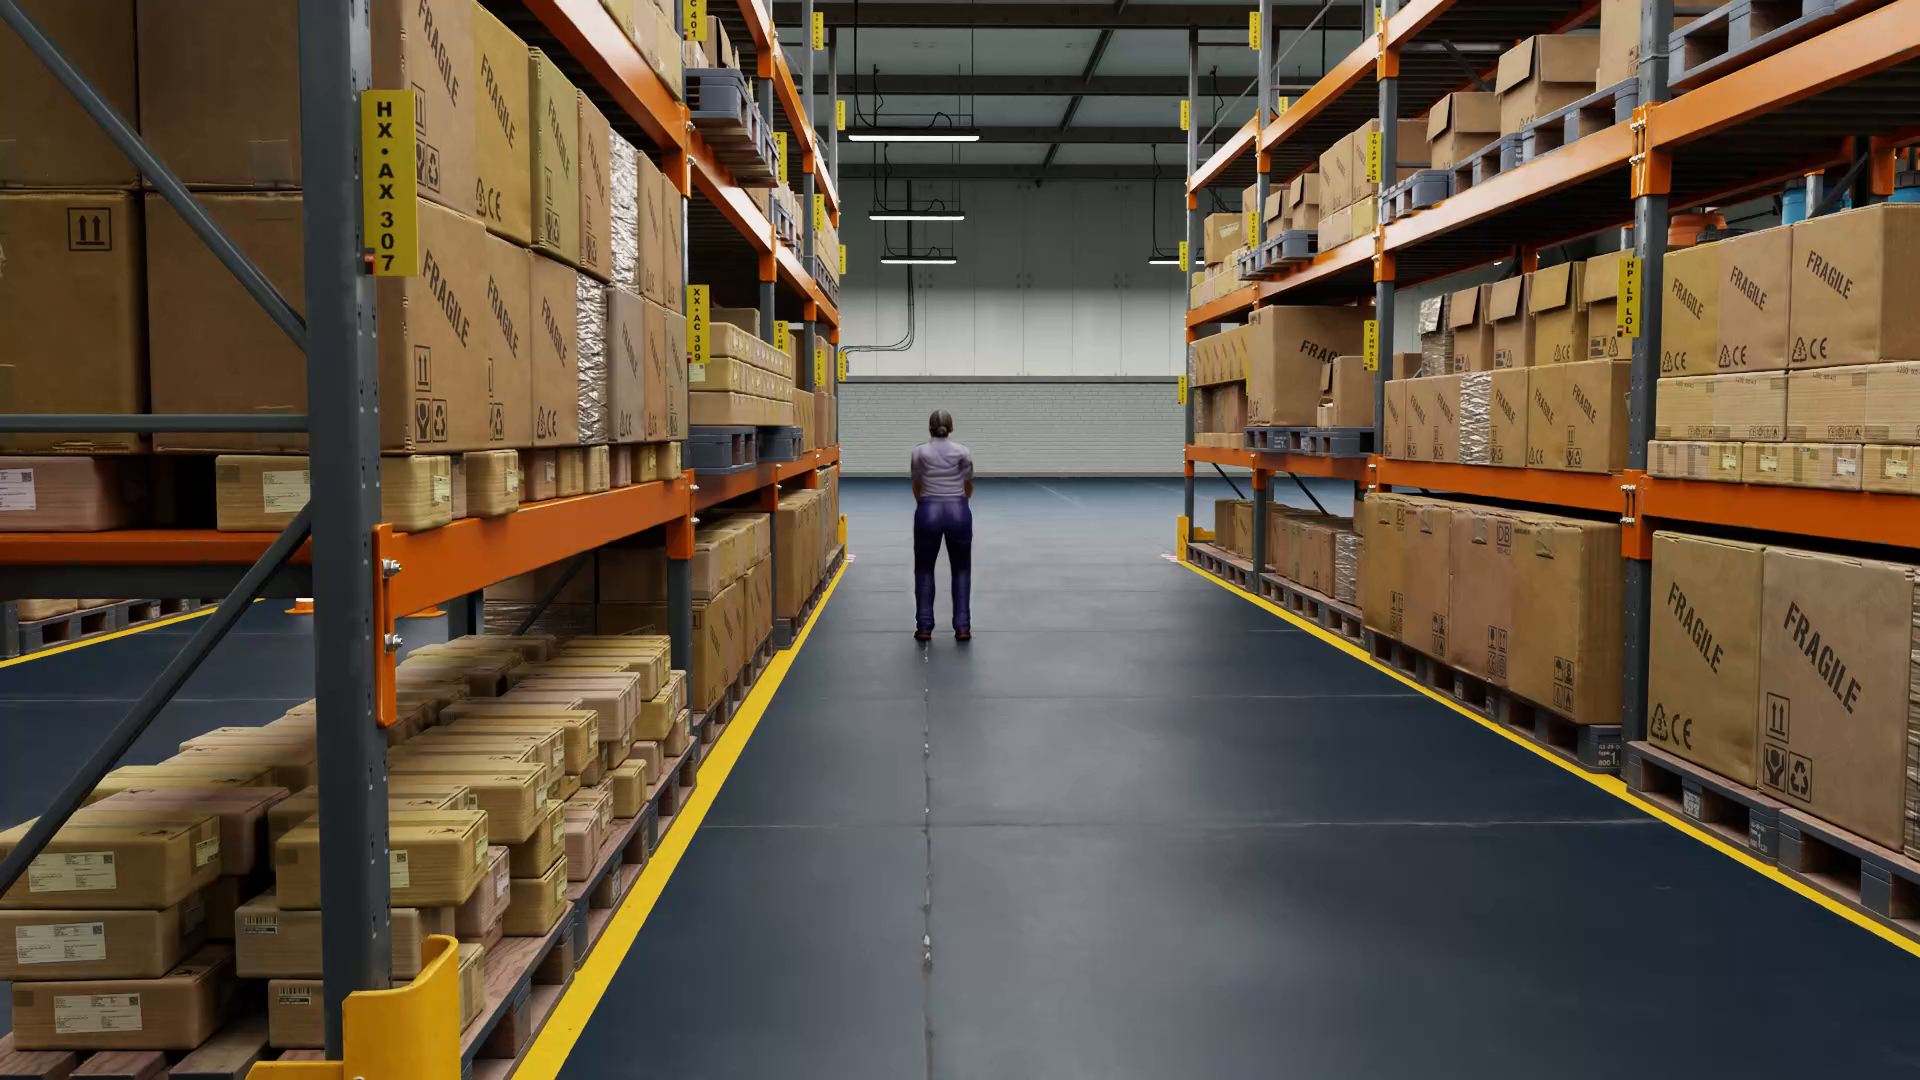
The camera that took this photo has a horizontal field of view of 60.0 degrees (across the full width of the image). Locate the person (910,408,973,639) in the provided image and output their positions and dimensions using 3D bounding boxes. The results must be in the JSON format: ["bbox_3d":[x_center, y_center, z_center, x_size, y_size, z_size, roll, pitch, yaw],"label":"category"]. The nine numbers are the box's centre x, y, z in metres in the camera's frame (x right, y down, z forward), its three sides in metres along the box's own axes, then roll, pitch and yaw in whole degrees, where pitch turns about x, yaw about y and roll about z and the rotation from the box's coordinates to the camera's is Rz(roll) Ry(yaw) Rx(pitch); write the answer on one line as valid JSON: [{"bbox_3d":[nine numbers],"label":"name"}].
[{"bbox_3d":[-0.130,-0.115,11.892,0.447,1.644,0.523,0,4,-2],"label":"person"}]
